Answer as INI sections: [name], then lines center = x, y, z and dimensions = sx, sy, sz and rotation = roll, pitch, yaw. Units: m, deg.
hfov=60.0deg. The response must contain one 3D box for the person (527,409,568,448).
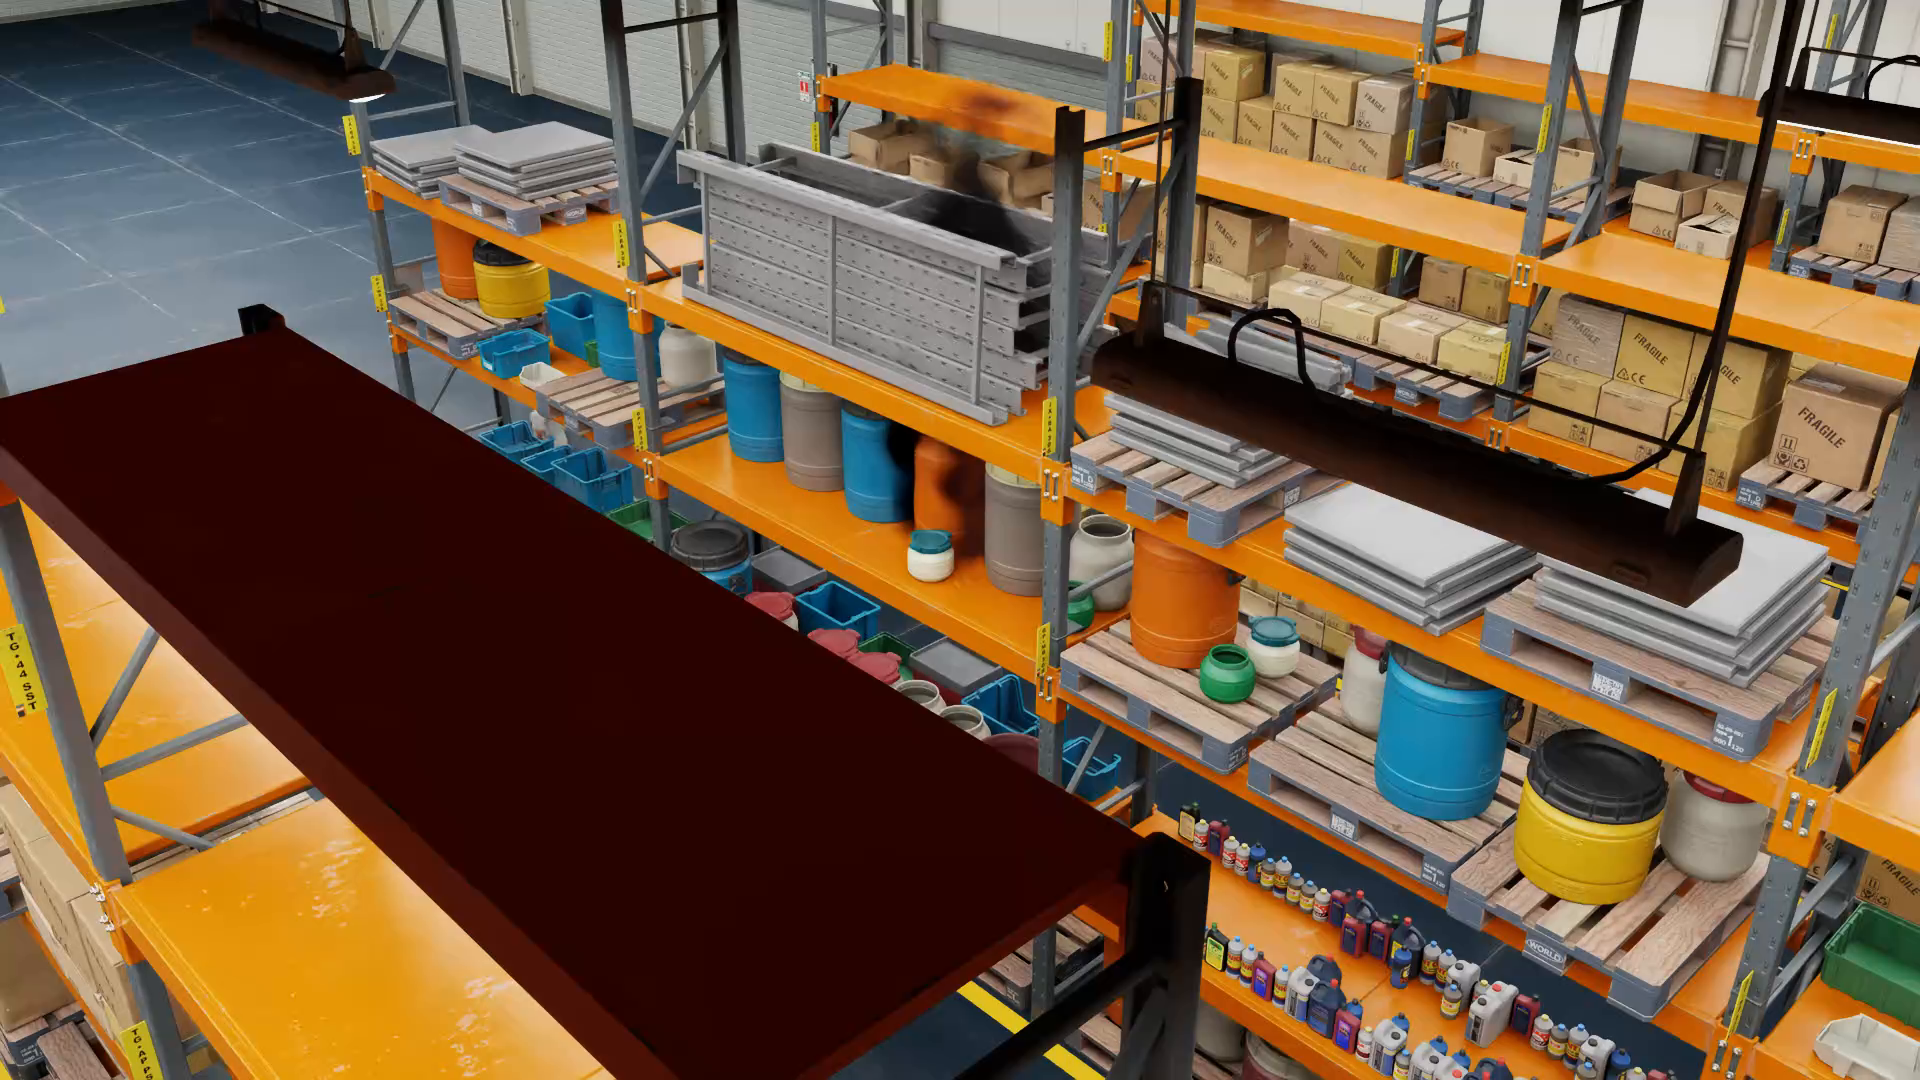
[person]
center = -4.104, -0.915, 16.896
dimensions = 0.736, 1.653, 0.610
rotation = 10, 30, 18
